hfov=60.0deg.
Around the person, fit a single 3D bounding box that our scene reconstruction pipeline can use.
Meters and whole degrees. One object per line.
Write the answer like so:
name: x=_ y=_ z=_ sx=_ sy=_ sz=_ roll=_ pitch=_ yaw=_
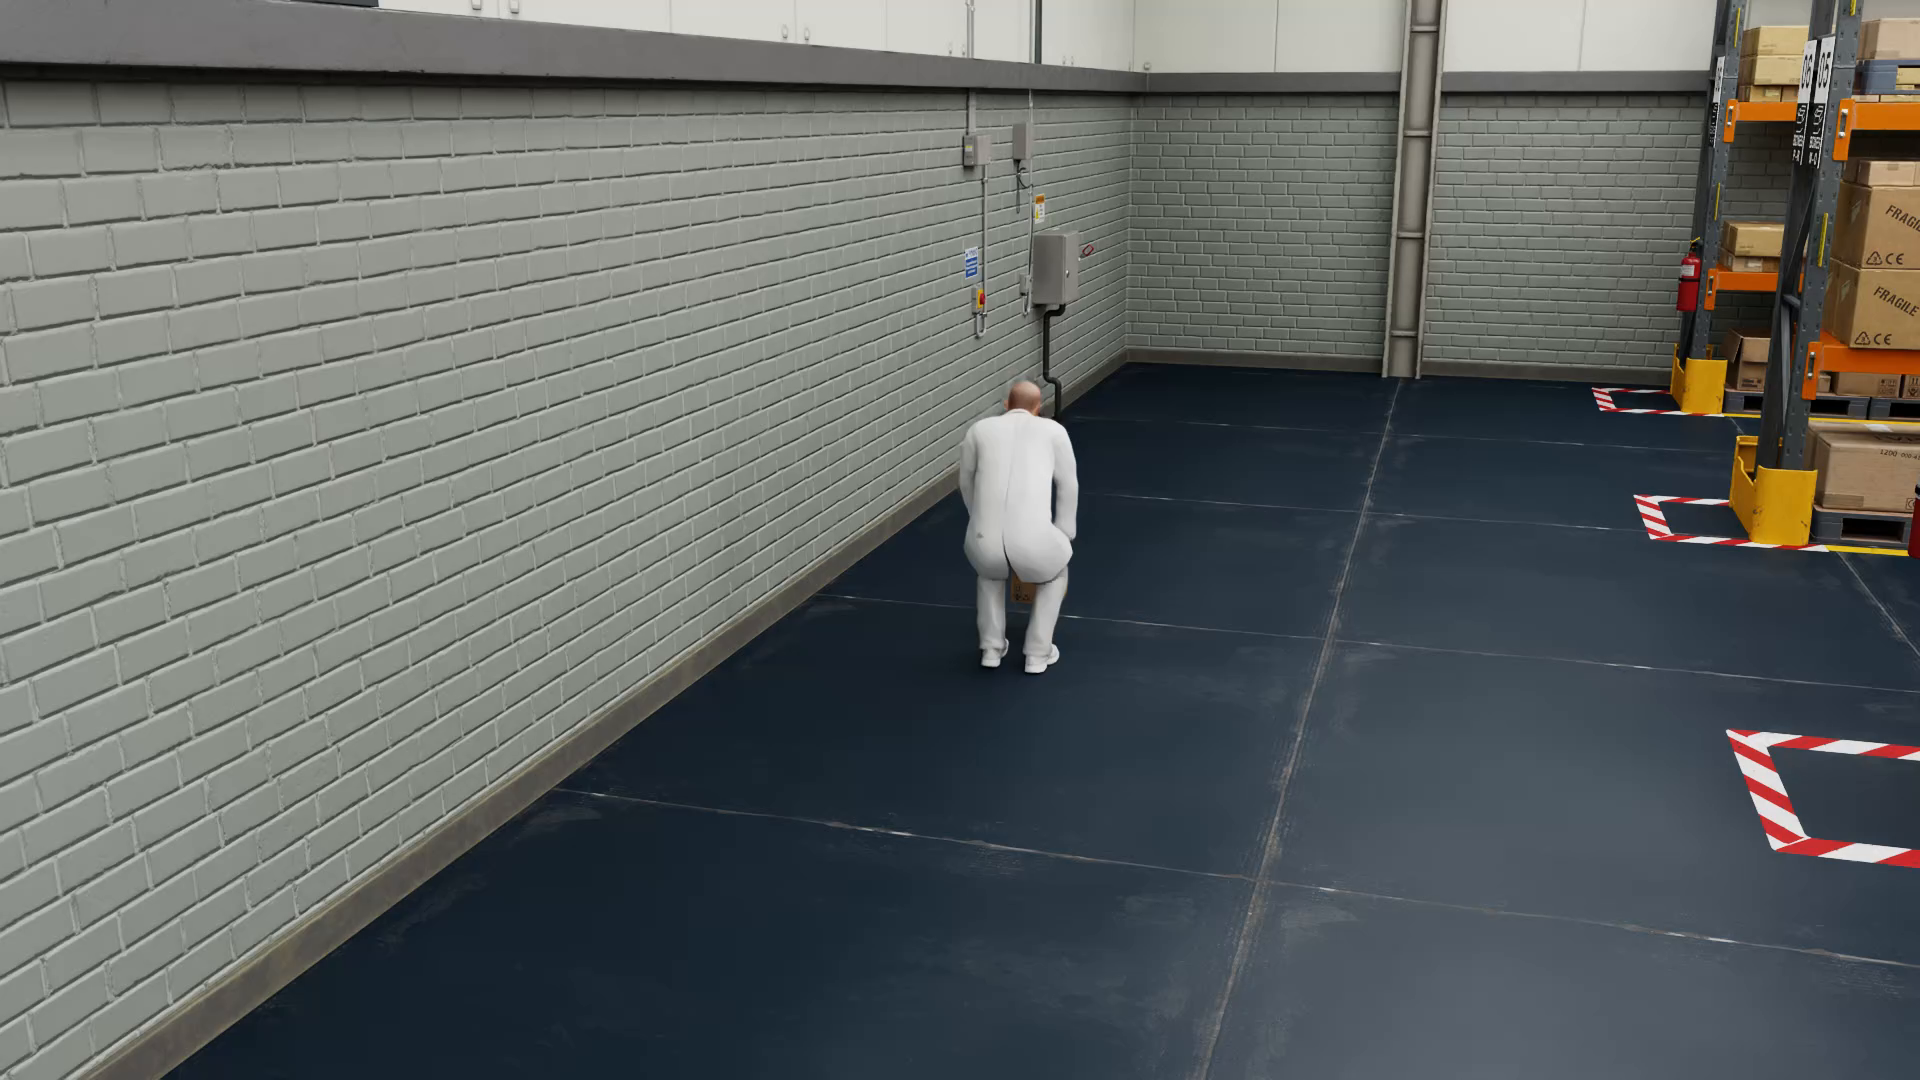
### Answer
person: x=0.272 y=-0.065 z=8.489 sx=0.632 sy=1.425 sz=0.717 roll=4 pitch=15 yaw=16
